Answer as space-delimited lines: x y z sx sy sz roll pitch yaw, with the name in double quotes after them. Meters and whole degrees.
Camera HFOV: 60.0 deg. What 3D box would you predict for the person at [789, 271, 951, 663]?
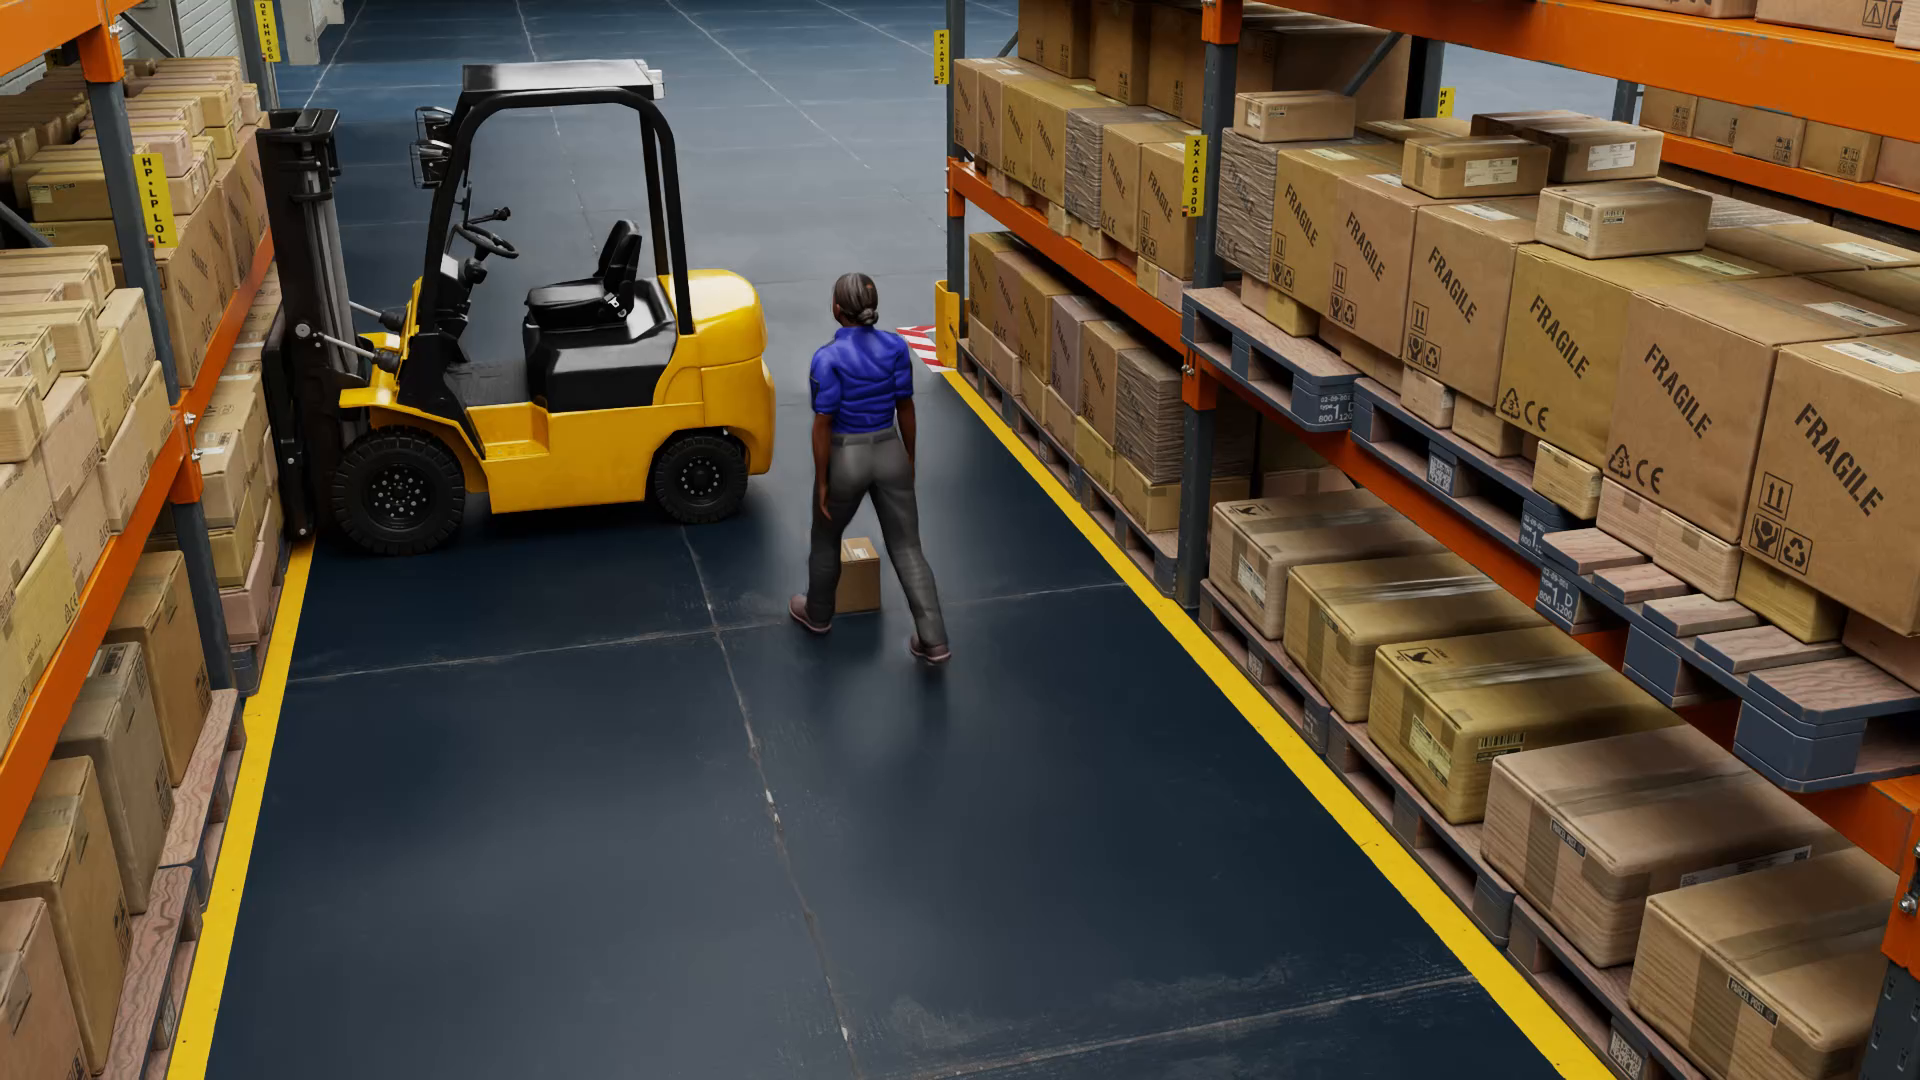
-0.400 -0.303 6.823 0.471 1.604 0.878 -10 25 -23 "person"
